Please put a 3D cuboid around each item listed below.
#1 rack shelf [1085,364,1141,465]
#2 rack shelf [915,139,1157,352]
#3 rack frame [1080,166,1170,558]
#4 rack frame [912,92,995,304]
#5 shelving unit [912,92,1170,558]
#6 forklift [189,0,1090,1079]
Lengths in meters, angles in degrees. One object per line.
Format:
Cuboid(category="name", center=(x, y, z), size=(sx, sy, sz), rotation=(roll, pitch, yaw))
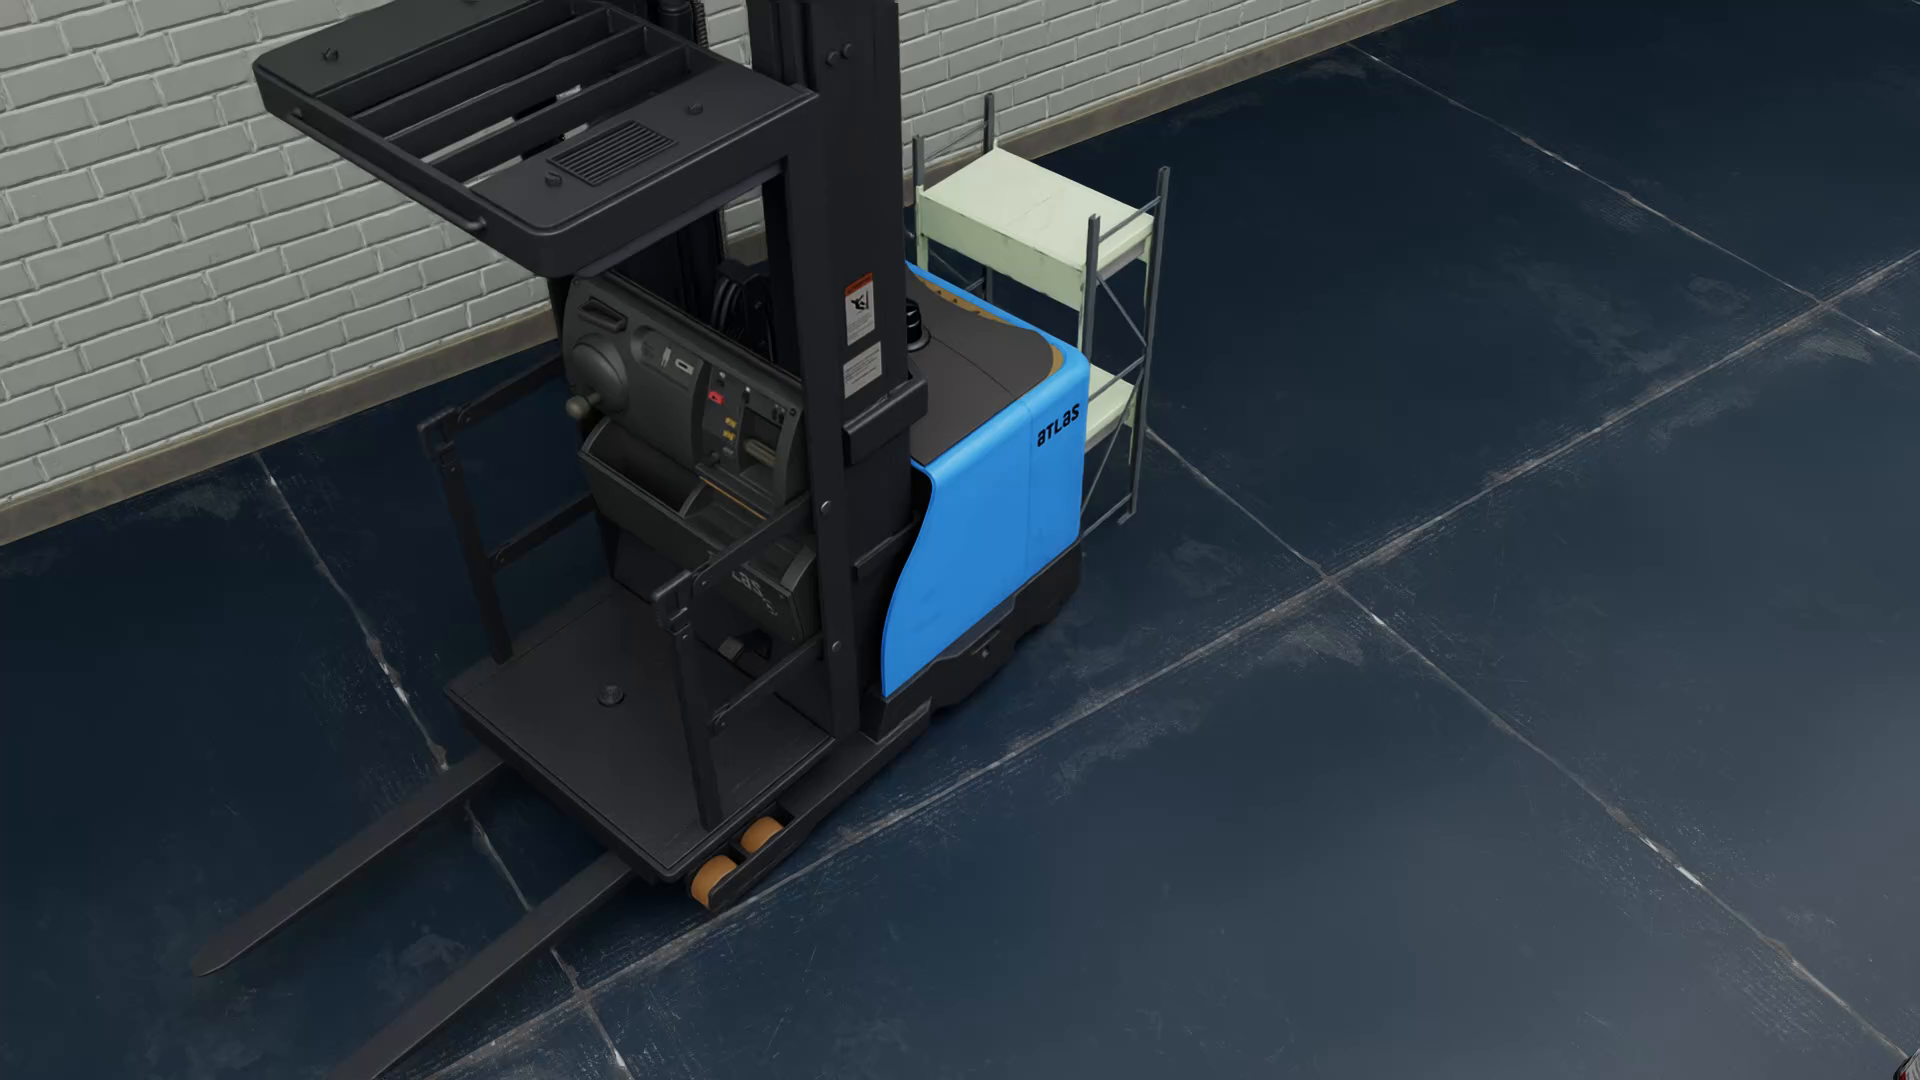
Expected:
Cuboid(category="rack shelf", center=(0.257, -0.479, 6.138), size=(0.720, 0.370, 0.431), rotation=(31, 52, 28))
Cuboid(category="rack shelf", center=(0.257, -0.997, 5.643), size=(0.720, 0.370, 0.431), rotation=(31, 52, 28))
Cuboid(category="rack frame", center=(0.534, -0.549, 5.739), size=(0.023, 1.500, 0.400), rotation=(31, 52, 28))
Cuboid(category="rack frame", center=(-0.019, -0.880, 6.086), size=(0.023, 1.500, 0.400), rotation=(31, 52, 28))
Cuboid(category="shelving unit", center=(0.257, -0.715, 5.912), size=(0.755, 1.500, 0.431), rotation=(31, 52, 28))
Cuboid(category="forklift", center=(-0.919, -0.333, 4.477), size=(1.130, 2.935, 3.031), rotation=(31, 52, 29))
